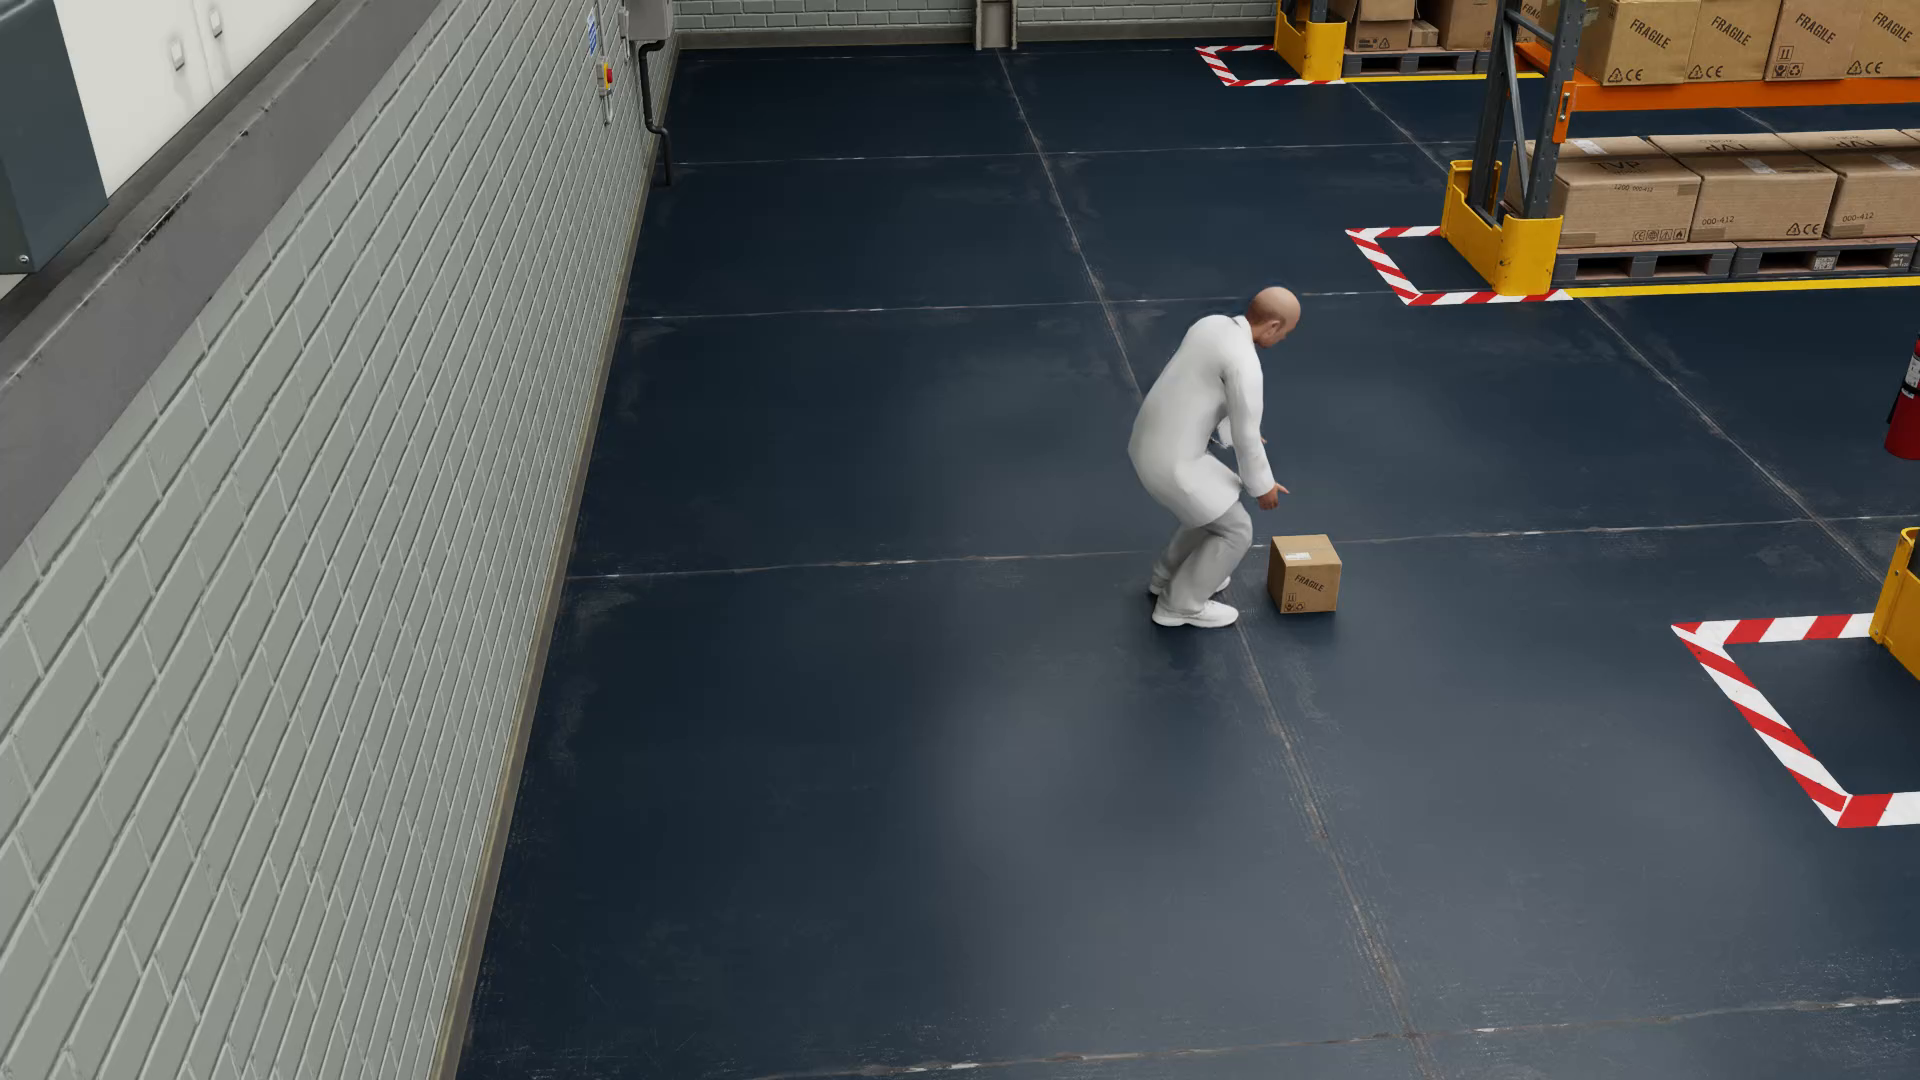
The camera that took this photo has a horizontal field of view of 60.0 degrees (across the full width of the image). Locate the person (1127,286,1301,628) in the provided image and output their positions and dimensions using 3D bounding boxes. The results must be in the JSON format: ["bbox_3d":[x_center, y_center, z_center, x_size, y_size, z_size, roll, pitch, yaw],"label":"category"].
[{"bbox_3d":[1.047,-0.361,7.062,0.680,1.470,0.630,-3,31,-4],"label":"person"}]
